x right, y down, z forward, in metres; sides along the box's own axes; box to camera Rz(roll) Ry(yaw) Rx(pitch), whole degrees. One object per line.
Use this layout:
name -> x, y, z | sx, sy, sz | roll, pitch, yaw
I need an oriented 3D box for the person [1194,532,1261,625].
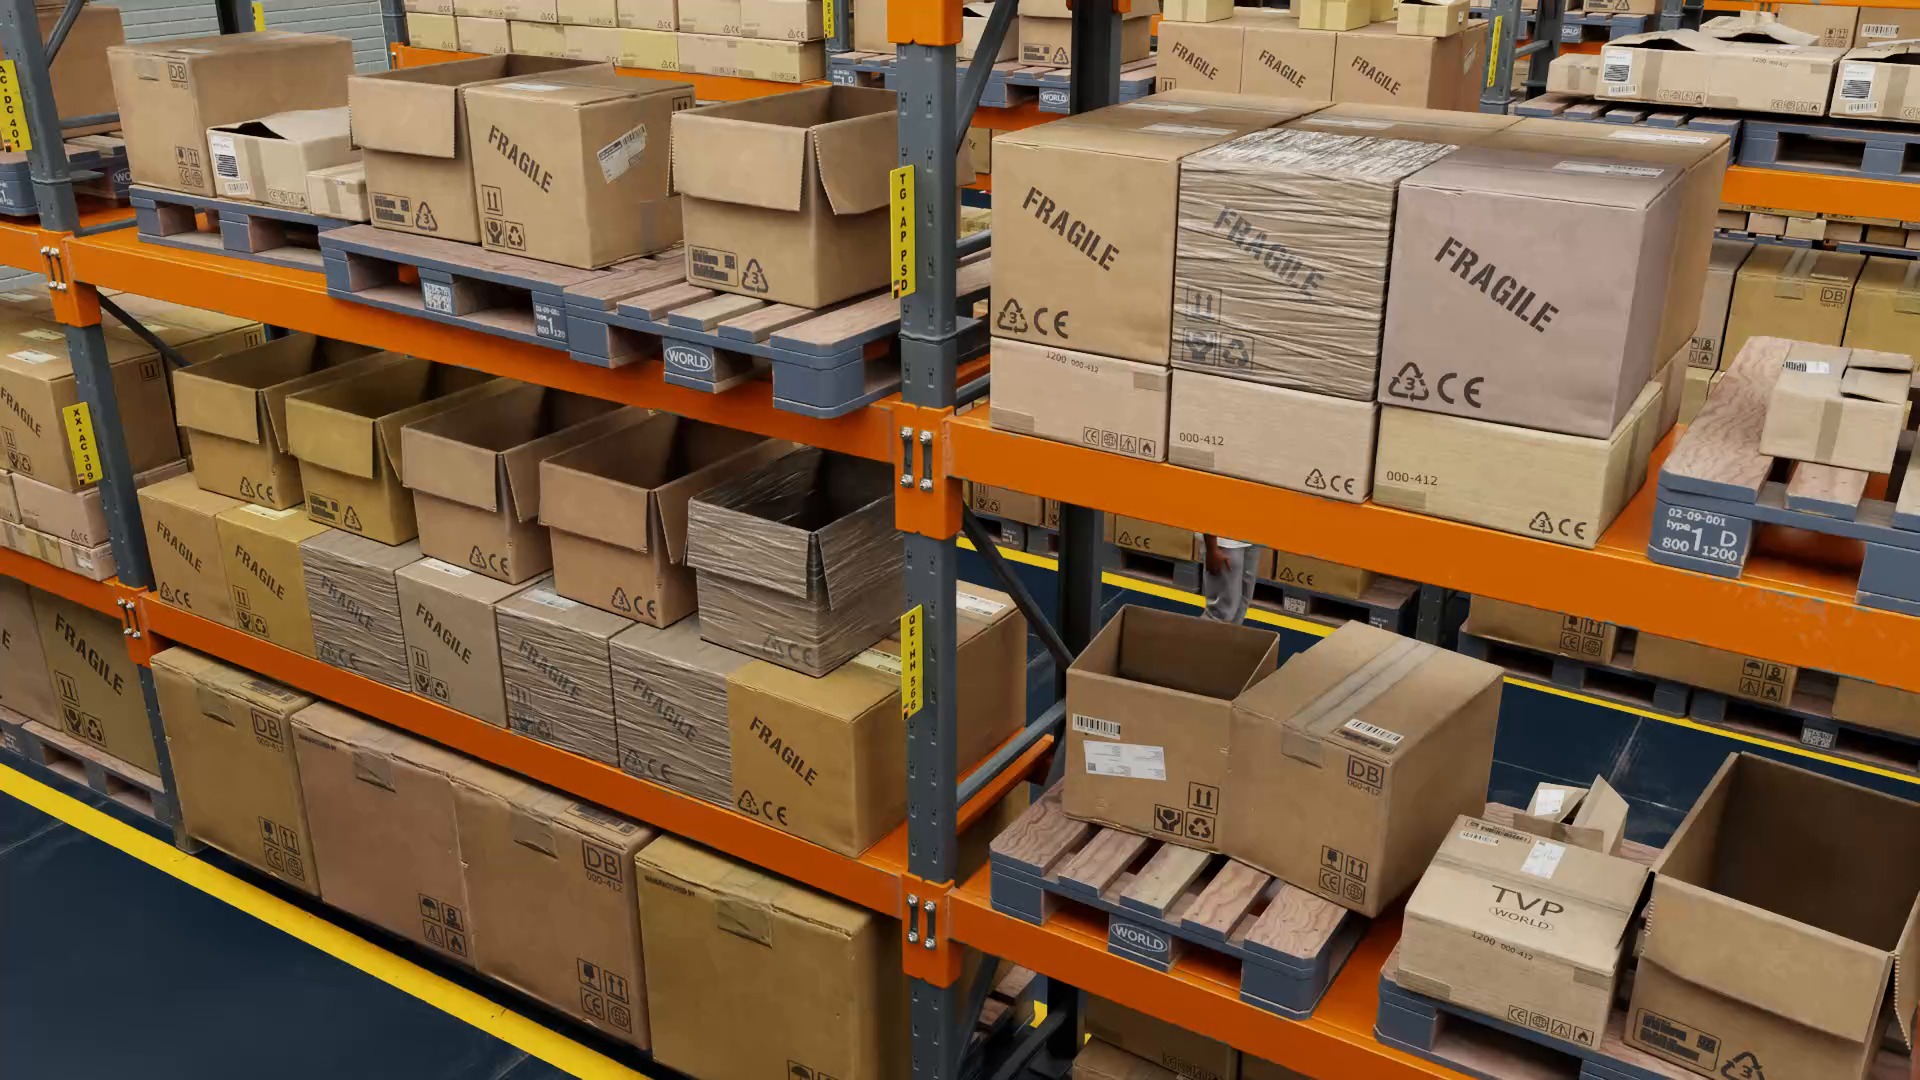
person -> 1.406, -0.027, 8.635 | 0.360, 1.759, 0.564 | 14, 27, 30
